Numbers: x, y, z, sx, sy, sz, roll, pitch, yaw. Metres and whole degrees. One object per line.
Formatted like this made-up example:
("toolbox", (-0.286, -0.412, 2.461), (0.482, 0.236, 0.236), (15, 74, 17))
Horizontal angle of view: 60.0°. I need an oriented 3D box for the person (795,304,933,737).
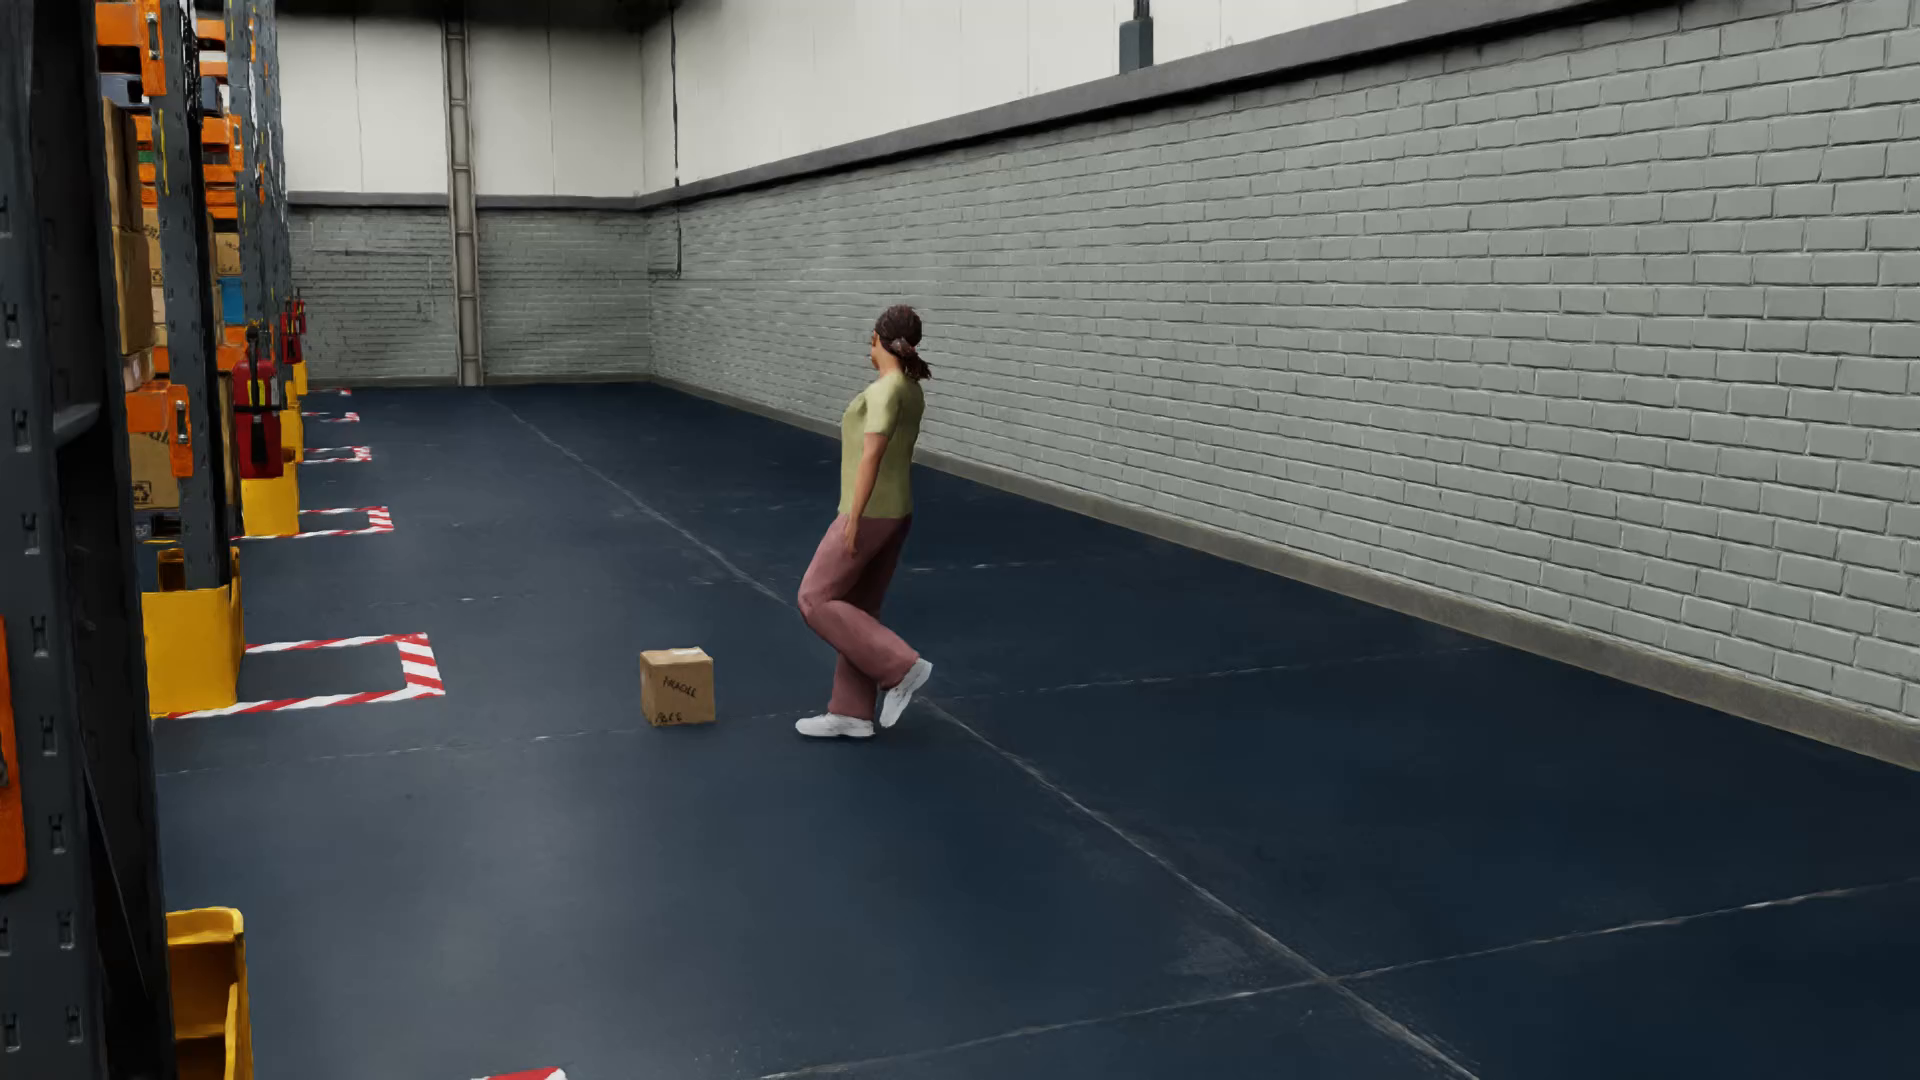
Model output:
("person", (-0.342, -0.068, 6.355), (0.555, 1.651, 0.497), (2, 9, 13))
